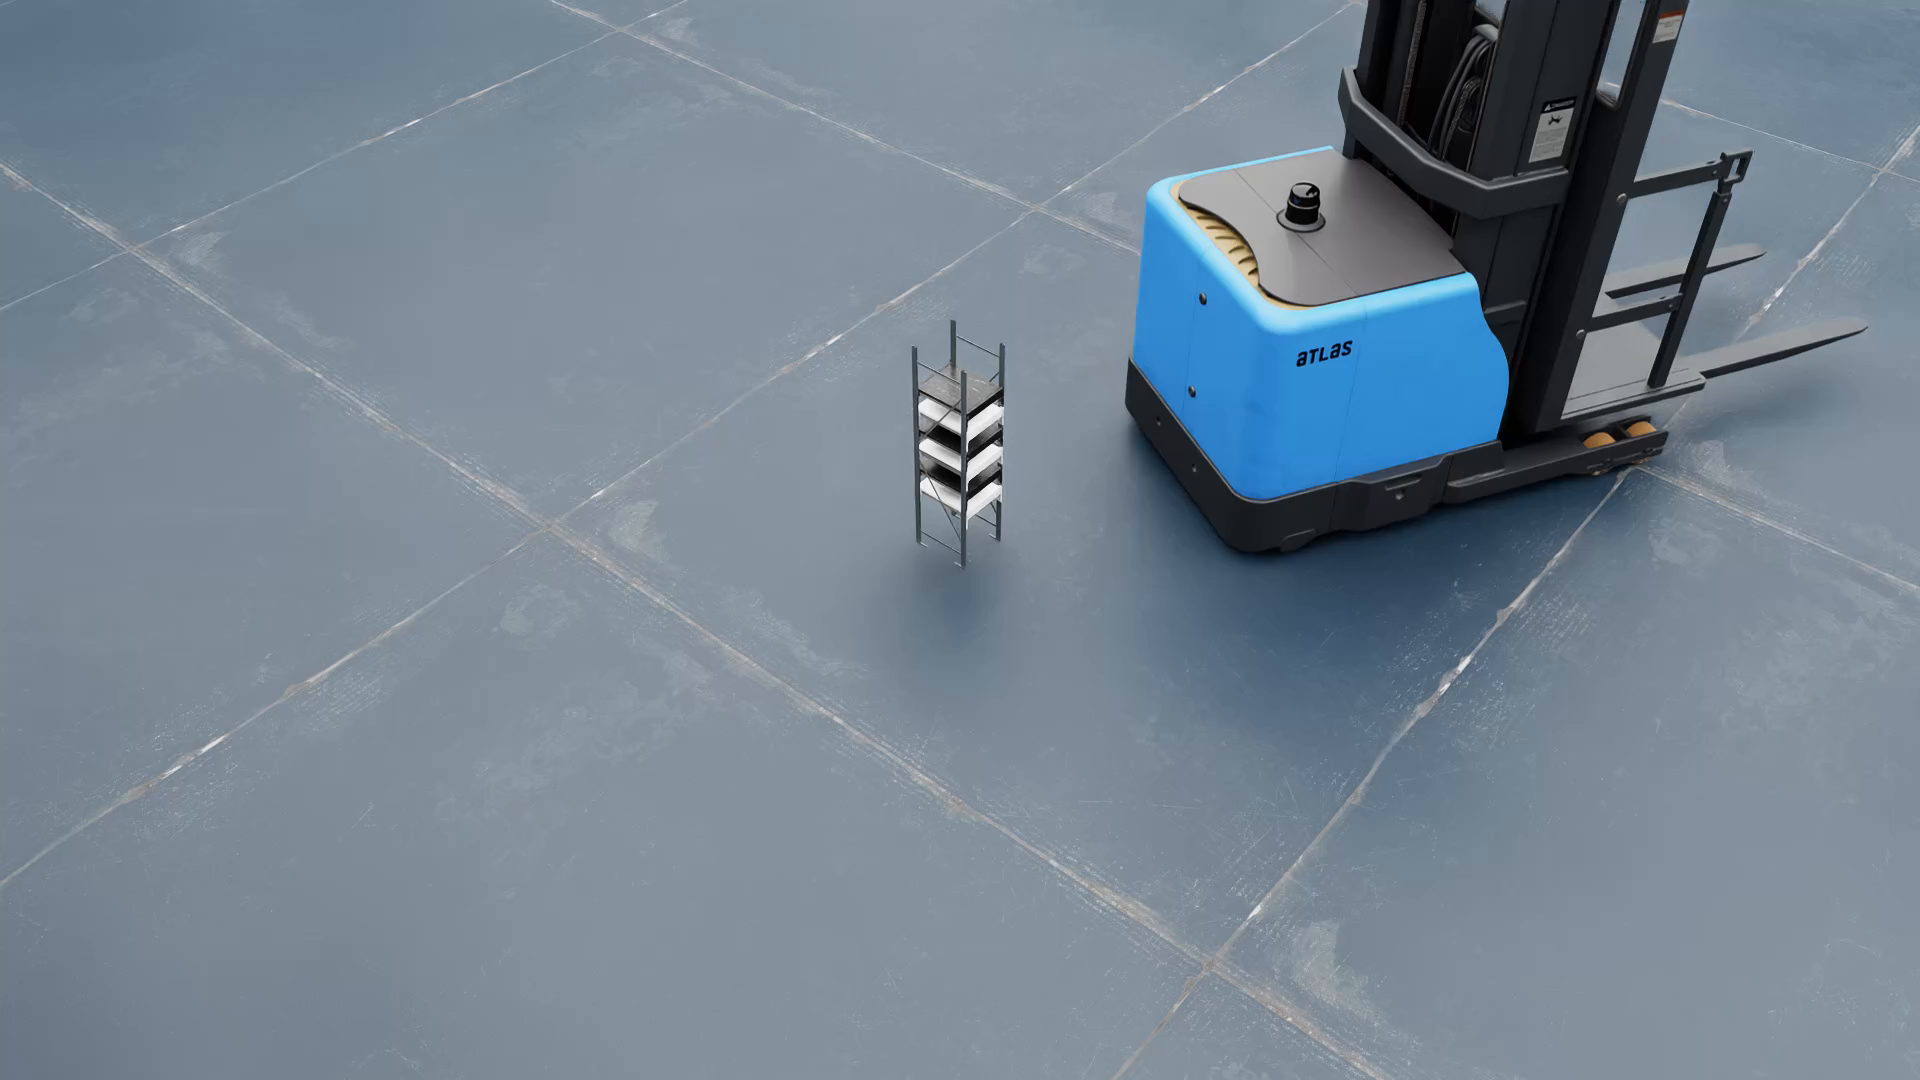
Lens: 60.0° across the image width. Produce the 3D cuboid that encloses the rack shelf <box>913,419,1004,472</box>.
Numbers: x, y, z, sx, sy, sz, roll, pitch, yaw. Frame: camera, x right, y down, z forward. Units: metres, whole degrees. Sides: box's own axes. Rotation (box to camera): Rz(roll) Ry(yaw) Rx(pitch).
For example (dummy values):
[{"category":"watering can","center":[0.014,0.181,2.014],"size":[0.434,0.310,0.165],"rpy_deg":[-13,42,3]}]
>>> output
[{"category":"rack shelf","center":[-0.005,-0.371,5.905],"size":[0.258,0.077,0.200],"rpy_deg":[29,50,28]}]

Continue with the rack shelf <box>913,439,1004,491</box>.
[{"category":"rack shelf","center":[-0.005,-0.304,5.965],"size":[0.258,0.077,0.200],"rpy_deg":[29,50,28]}]

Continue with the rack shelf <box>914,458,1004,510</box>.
[{"category":"rack shelf","center":[-0.005,-0.238,6.026],"size":[0.258,0.077,0.200],"rpy_deg":[29,50,28]}]

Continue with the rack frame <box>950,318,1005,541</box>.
[{"category":"rack frame","center":[0.060,-0.381,6.000],"size":[0.240,0.900,0.006],"rpy_deg":[29,50,28]}]

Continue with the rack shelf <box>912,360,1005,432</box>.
[{"category":"rack shelf","center":[-0.005,-0.504,5.783],"size":[0.258,0.077,0.200],"rpy_deg":[29,50,28]}]

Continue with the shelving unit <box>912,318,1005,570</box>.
[{"category":"shelving unit","center":[-0.005,-0.329,5.943],"size":[0.258,0.900,0.210],"rpy_deg":[29,50,28]}]

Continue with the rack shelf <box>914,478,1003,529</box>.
[{"category":"rack shelf","center":[-0.005,-0.171,6.086],"size":[0.258,0.077,0.200],"rpy_deg":[29,50,28]}]

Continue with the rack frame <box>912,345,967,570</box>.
[{"category":"rack frame","center":[-0.071,-0.276,5.885],"size":[0.240,0.900,0.006],"rpy_deg":[29,50,28]}]

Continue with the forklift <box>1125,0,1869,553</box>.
[{"category":"forklift","center":[2.241,-1.658,5.894],"size":[3.031,2.935,1.130],"rpy_deg":[-14,44,-15]}]

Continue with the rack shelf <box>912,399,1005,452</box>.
[{"category":"rack shelf","center":[-0.005,-0.437,5.844],"size":[0.258,0.077,0.200],"rpy_deg":[29,50,28]}]
